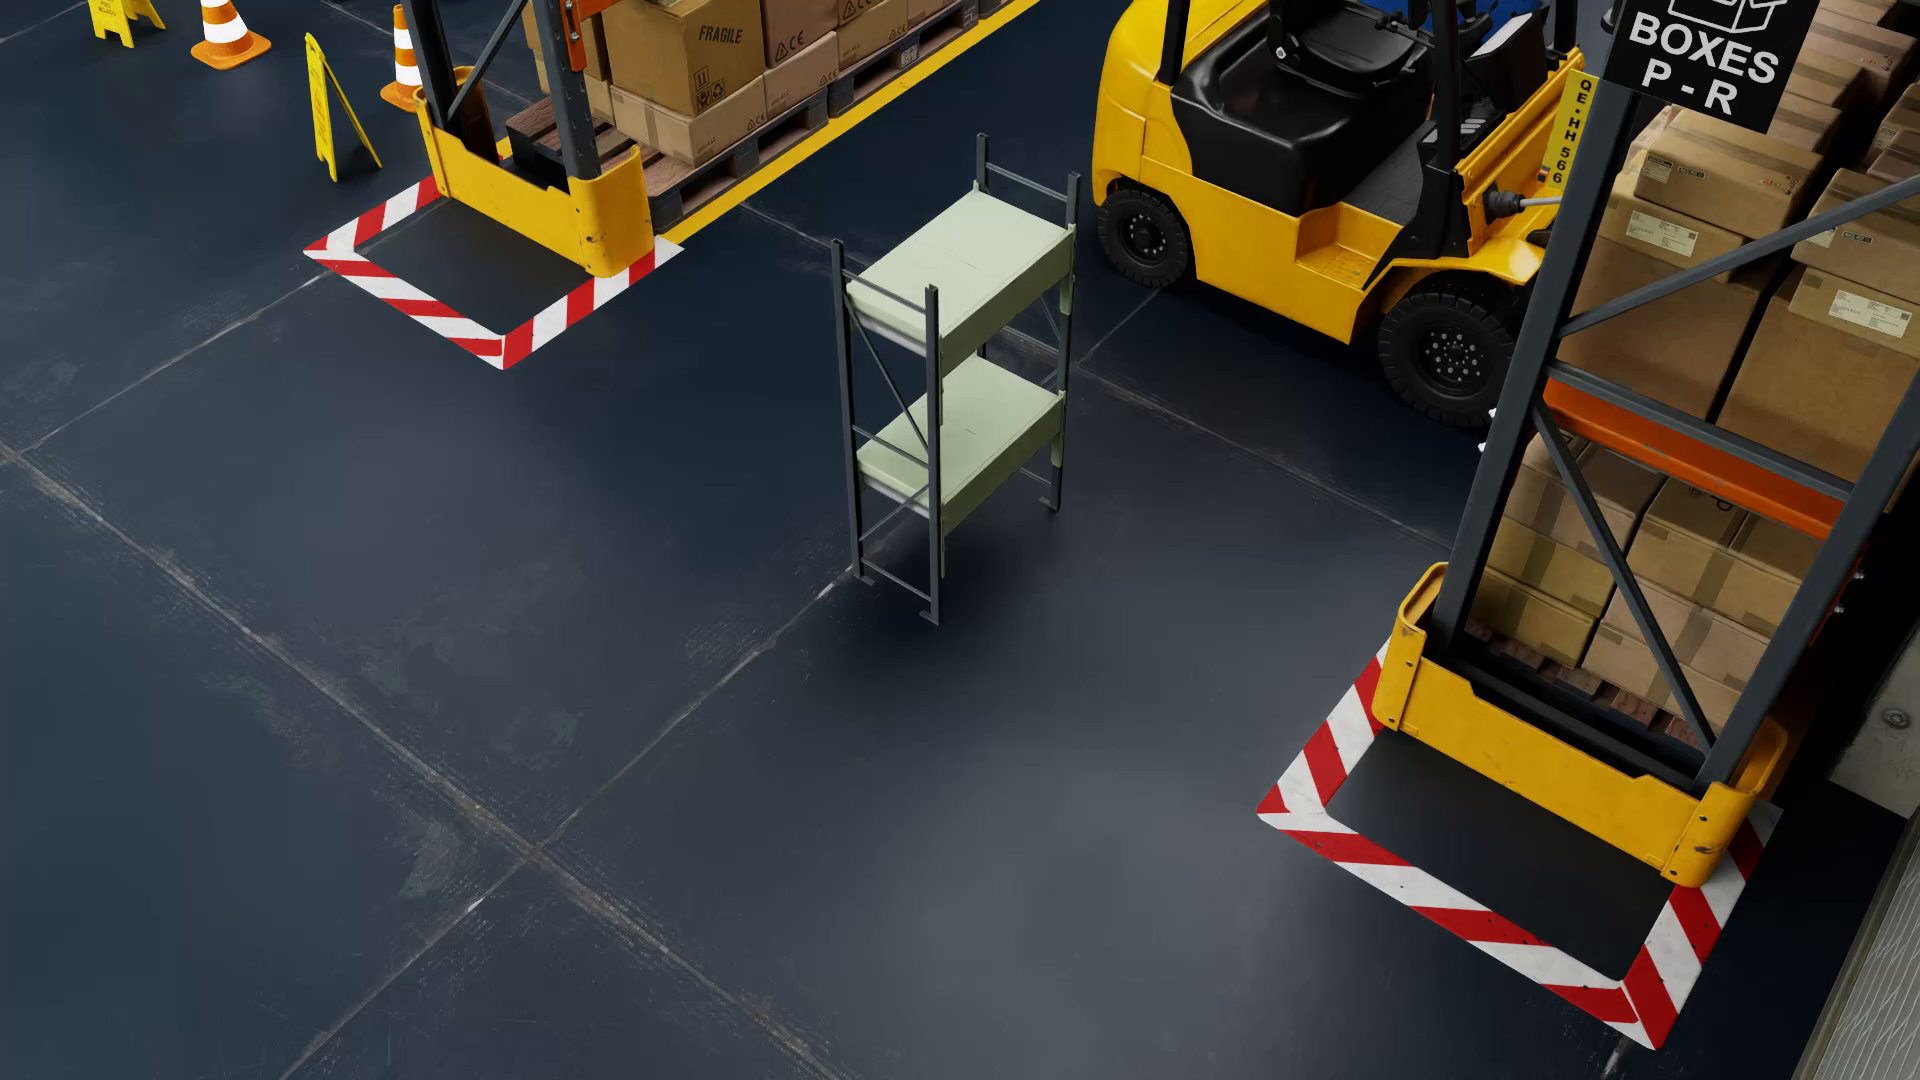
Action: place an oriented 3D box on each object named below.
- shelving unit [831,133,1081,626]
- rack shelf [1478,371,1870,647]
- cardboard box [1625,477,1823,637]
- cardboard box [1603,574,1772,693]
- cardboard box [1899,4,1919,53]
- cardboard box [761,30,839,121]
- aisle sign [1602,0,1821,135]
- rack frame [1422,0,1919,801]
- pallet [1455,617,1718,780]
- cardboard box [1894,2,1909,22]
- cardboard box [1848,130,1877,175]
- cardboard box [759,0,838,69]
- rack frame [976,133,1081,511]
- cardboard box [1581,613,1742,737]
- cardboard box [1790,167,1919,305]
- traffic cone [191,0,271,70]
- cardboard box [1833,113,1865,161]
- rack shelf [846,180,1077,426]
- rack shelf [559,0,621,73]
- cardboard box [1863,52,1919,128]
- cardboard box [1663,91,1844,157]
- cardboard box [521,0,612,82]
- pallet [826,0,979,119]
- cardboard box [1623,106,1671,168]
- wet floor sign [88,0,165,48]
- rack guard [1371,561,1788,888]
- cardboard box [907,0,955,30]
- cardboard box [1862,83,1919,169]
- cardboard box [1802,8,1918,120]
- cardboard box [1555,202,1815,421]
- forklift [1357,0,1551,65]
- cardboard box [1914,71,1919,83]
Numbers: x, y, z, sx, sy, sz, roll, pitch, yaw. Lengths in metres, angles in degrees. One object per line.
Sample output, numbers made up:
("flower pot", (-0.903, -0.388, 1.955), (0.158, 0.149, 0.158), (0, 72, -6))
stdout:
("shelving unit", (-0.004, -0.514, 5.704), (0.431, 1.500, 0.755), (29, 53, 25))
("rack shelf", (3.186, -1.193, 5.813), (1.077, 0.370, 4.000), (29, 53, 25))
("cardboard box", (2.407, -0.029, 5.123), (0.500, 0.250, 0.500), (28, 53, 24))
("cardboard box", (2.415, 0.158, 5.290), (0.500, 0.250, 0.500), (30, 53, 26))
("cardboard box", (2.943, -1.726, 5.306), (0.380, 0.149, 0.250), (29, 53, 25))
("cardboard box", (-0.937, -2.313, 7.996), (0.500, 0.250, 0.500), (31, 54, 26))
("aisle sign", (1.691, -1.287, 3.608), (0.394, 0.787, 0.004), (29, 53, 25))
("rack frame", (1.963, -0.297, 4.459), (1.000, 3.000, 0.127), (29, 53, 25))
("pallet", (2.398, 0.210, 5.903), (1.003, 0.211, 1.213), (29, 53, 25))
("cardboard box", (2.717, -1.731, 5.106), (0.380, 0.149, 0.250), (30, 53, 26))
("cardboard box", (2.637, -0.947, 4.562), (0.380, 0.149, 0.250), (28, 53, 24))
("cardboard box", (-0.924, -2.598, 7.750), (0.500, 0.500, 0.500), (27, 52, 24))
("rack frame", (0.220, -0.724, 5.904), (0.400, 1.500, 0.023), (29, 53, 25))
("cardboard box", (2.418, 0.313, 5.488), (0.500, 0.250, 0.500), (29, 53, 25))
("cardboard box", (2.338, -0.756, 4.175), (0.380, 0.149, 0.250), (28, 53, 24))
("traffic cone", (-3.811, -2.726, 8.534), (0.336, 0.463, 0.334), (29, 53, 25))
("cardboard box", (2.454, -1.296, 4.895), (0.380, 0.149, 0.250), (29, 53, 25))
("rack shelf", (-0.004, -0.784, 5.422), (0.431, 0.370, 0.720), (29, 53, 25))
("rack shelf", (-0.744, -3.385, 7.907), (1.077, 0.370, 4.000), (29, 53, 25))
("cardboard box", (2.694, -1.315, 5.363), (0.500, 0.500, 0.500), (28, 53, 24))
("cardboard box", (2.142, -1.111, 4.514), (0.380, 0.149, 0.250), (29, 53, 25))
("cardboard box", (-1.683, -2.517, 7.673), (0.500, 0.500, 0.500), (30, 53, 25))
("pallet", (-0.649, -2.714, 8.697), (1.003, 0.211, 1.213), (29, 53, 25))
("cardboard box", (2.086, -1.037, 4.649), (0.380, 0.149, 0.250), (30, 53, 26))
("wet floor sign", (-4.396, -2.915, 8.588), (0.267, 0.644, 0.232), (21, 50, 19))
("rack guard", (1.949, 0.580, 5.350), (1.175, 0.500, 0.348), (29, 53, 25))
("cardboard box", (-0.302, -2.918, 8.575), (0.500, 0.250, 0.500), (30, 53, 26))
("cardboard box", (2.675, -1.048, 4.454), (0.380, 0.149, 0.250), (30, 53, 26))
("cardboard box", (2.492, -1.383, 4.773), (0.380, 0.149, 0.250), (30, 53, 25))
("cardboard box", (2.057, -0.729, 4.803), (0.500, 0.500, 0.500), (28, 52, 24))
("forklift", (2.768, -4.330, 8.359), (1.130, 2.935, 3.031), (13, 48, 13))
("cardboard box", (2.979, -1.345, 4.737), (0.380, 0.149, 0.250), (31, 54, 26))
